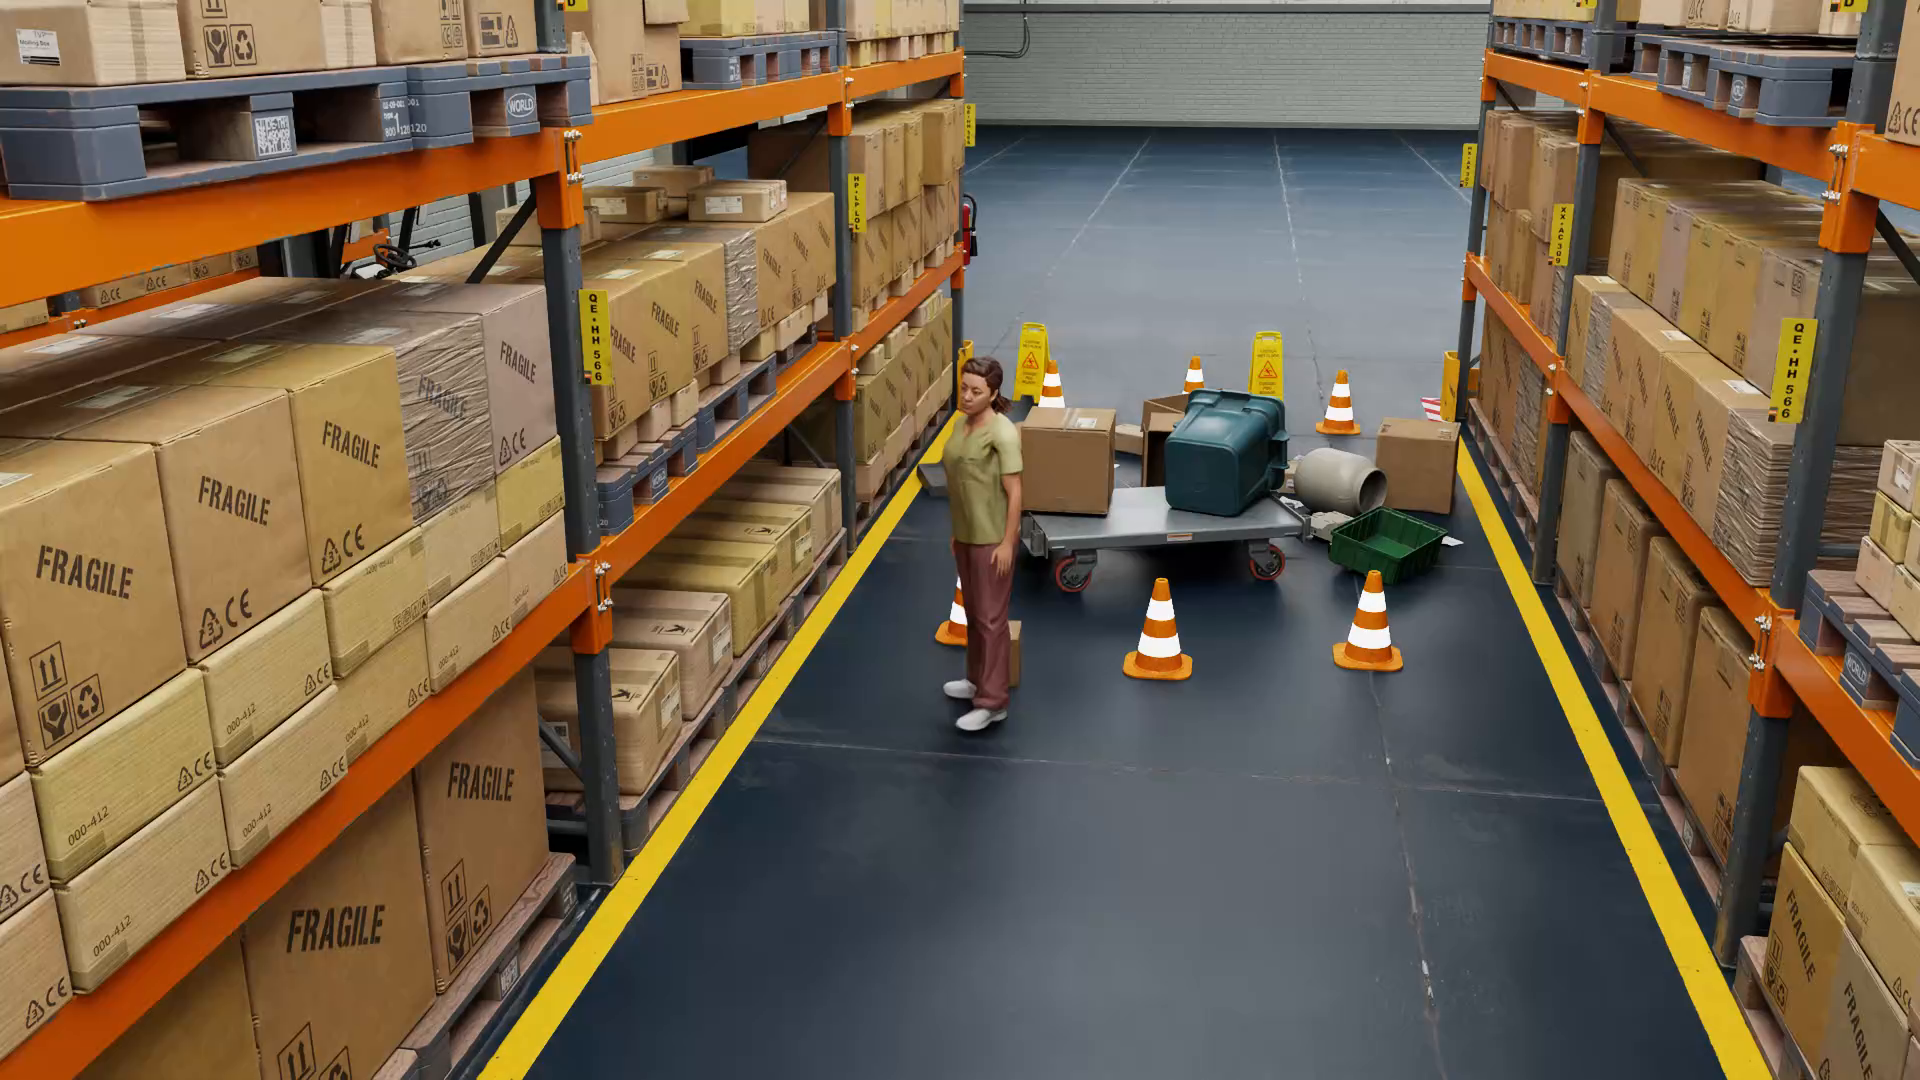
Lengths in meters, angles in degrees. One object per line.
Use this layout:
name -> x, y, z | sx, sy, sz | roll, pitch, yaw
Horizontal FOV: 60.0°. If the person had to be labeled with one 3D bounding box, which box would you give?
person -> 0.076, -0.002, 7.483 | 0.429, 1.673, 0.519 | -10, 20, -28
